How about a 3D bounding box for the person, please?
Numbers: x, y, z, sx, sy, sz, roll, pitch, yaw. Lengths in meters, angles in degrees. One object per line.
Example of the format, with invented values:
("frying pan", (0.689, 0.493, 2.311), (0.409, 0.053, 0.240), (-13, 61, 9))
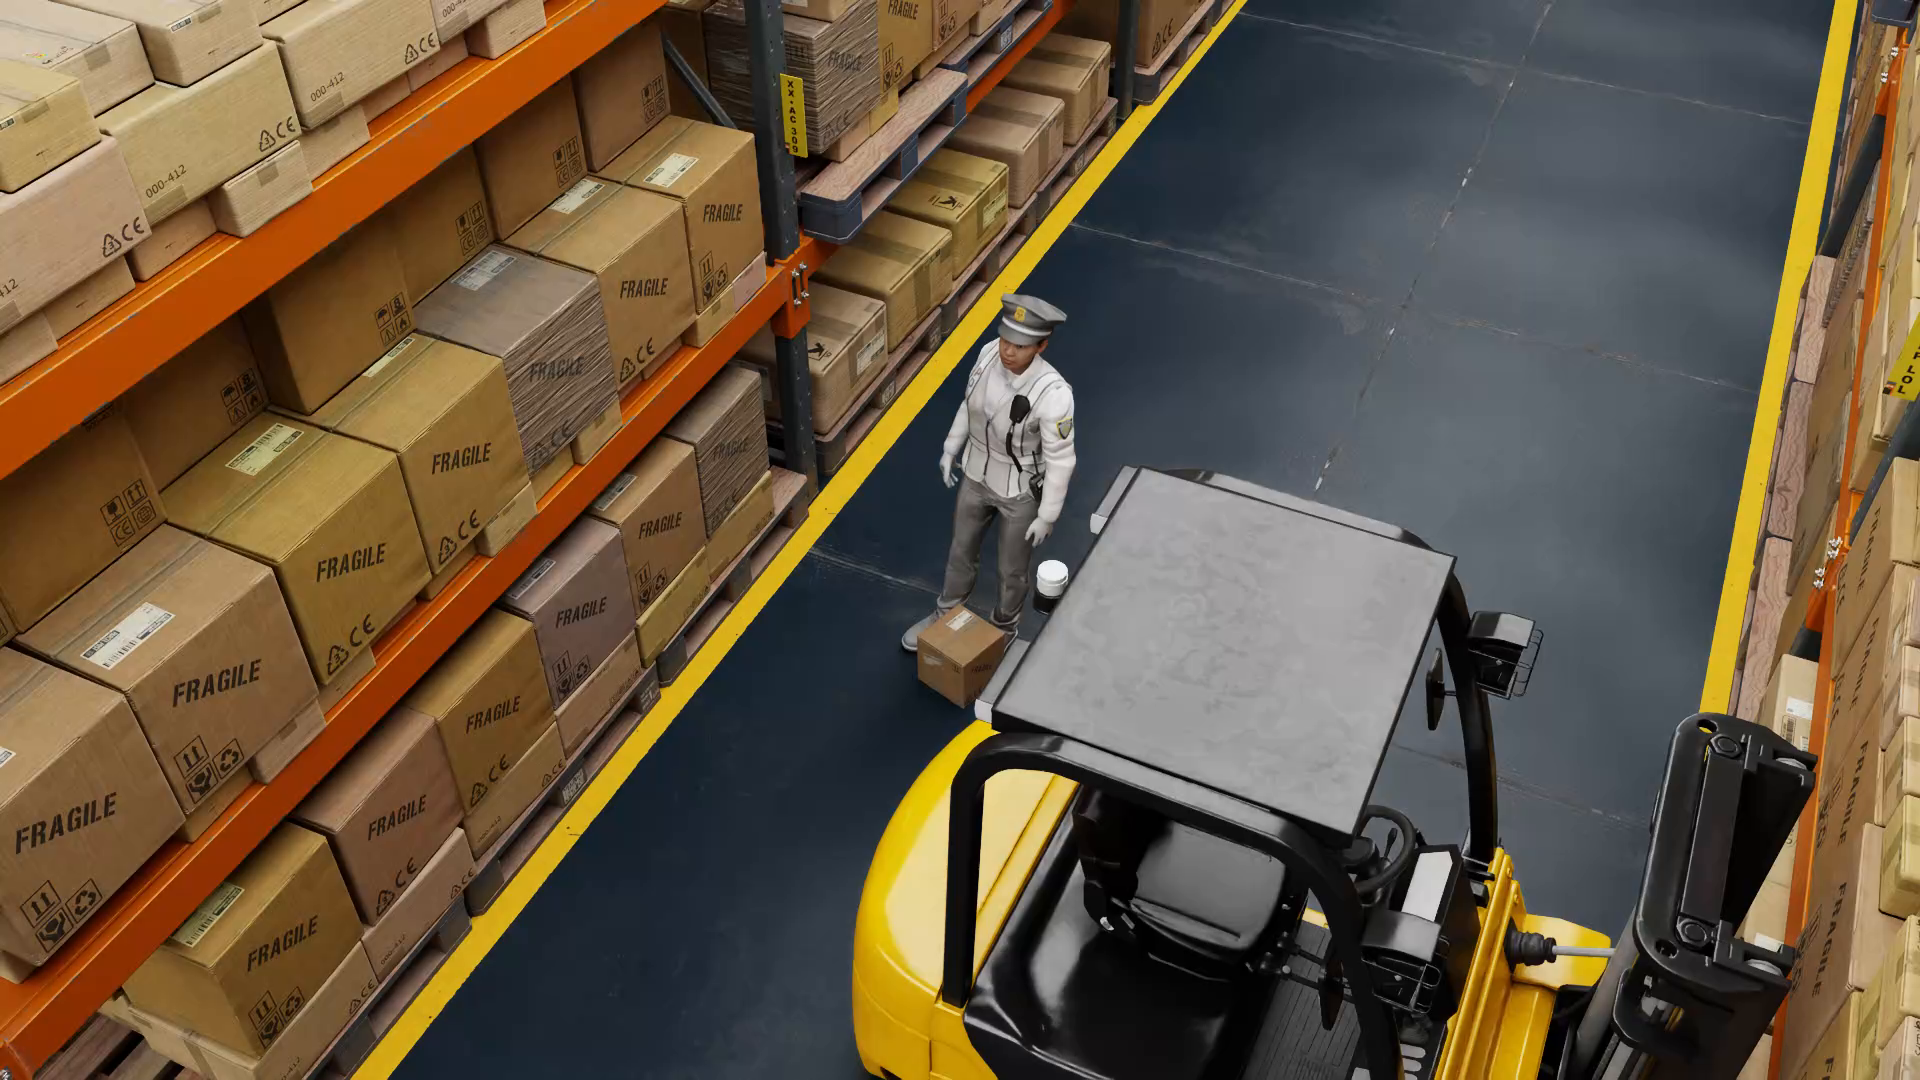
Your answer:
("person", (0.127, -0.187, 6.328), (0.588, 1.697, 0.533), (33, 52, 31))
